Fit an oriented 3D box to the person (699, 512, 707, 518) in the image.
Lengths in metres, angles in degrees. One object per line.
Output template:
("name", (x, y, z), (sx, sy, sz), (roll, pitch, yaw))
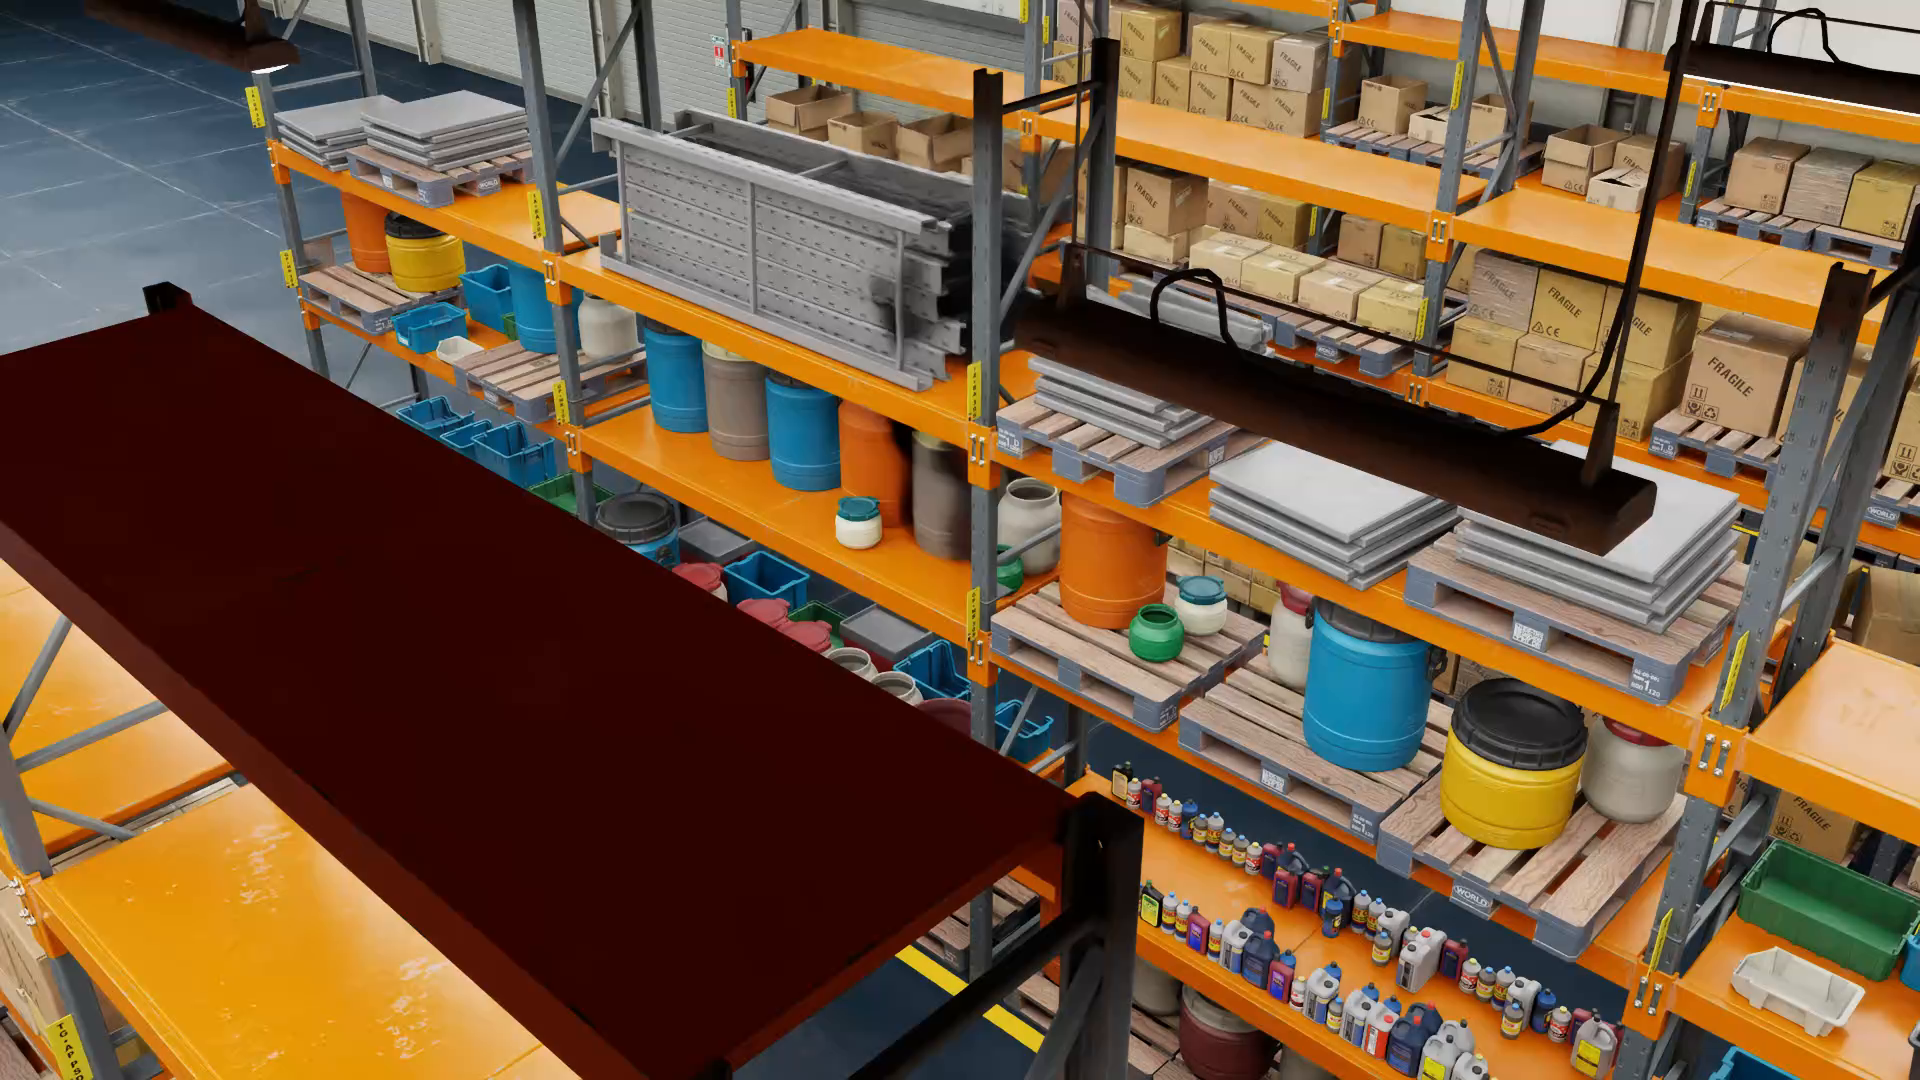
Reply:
("person", (-2.372, -0.604, 15.610), (0.559, 1.652, 0.560), (15, 33, 25))
